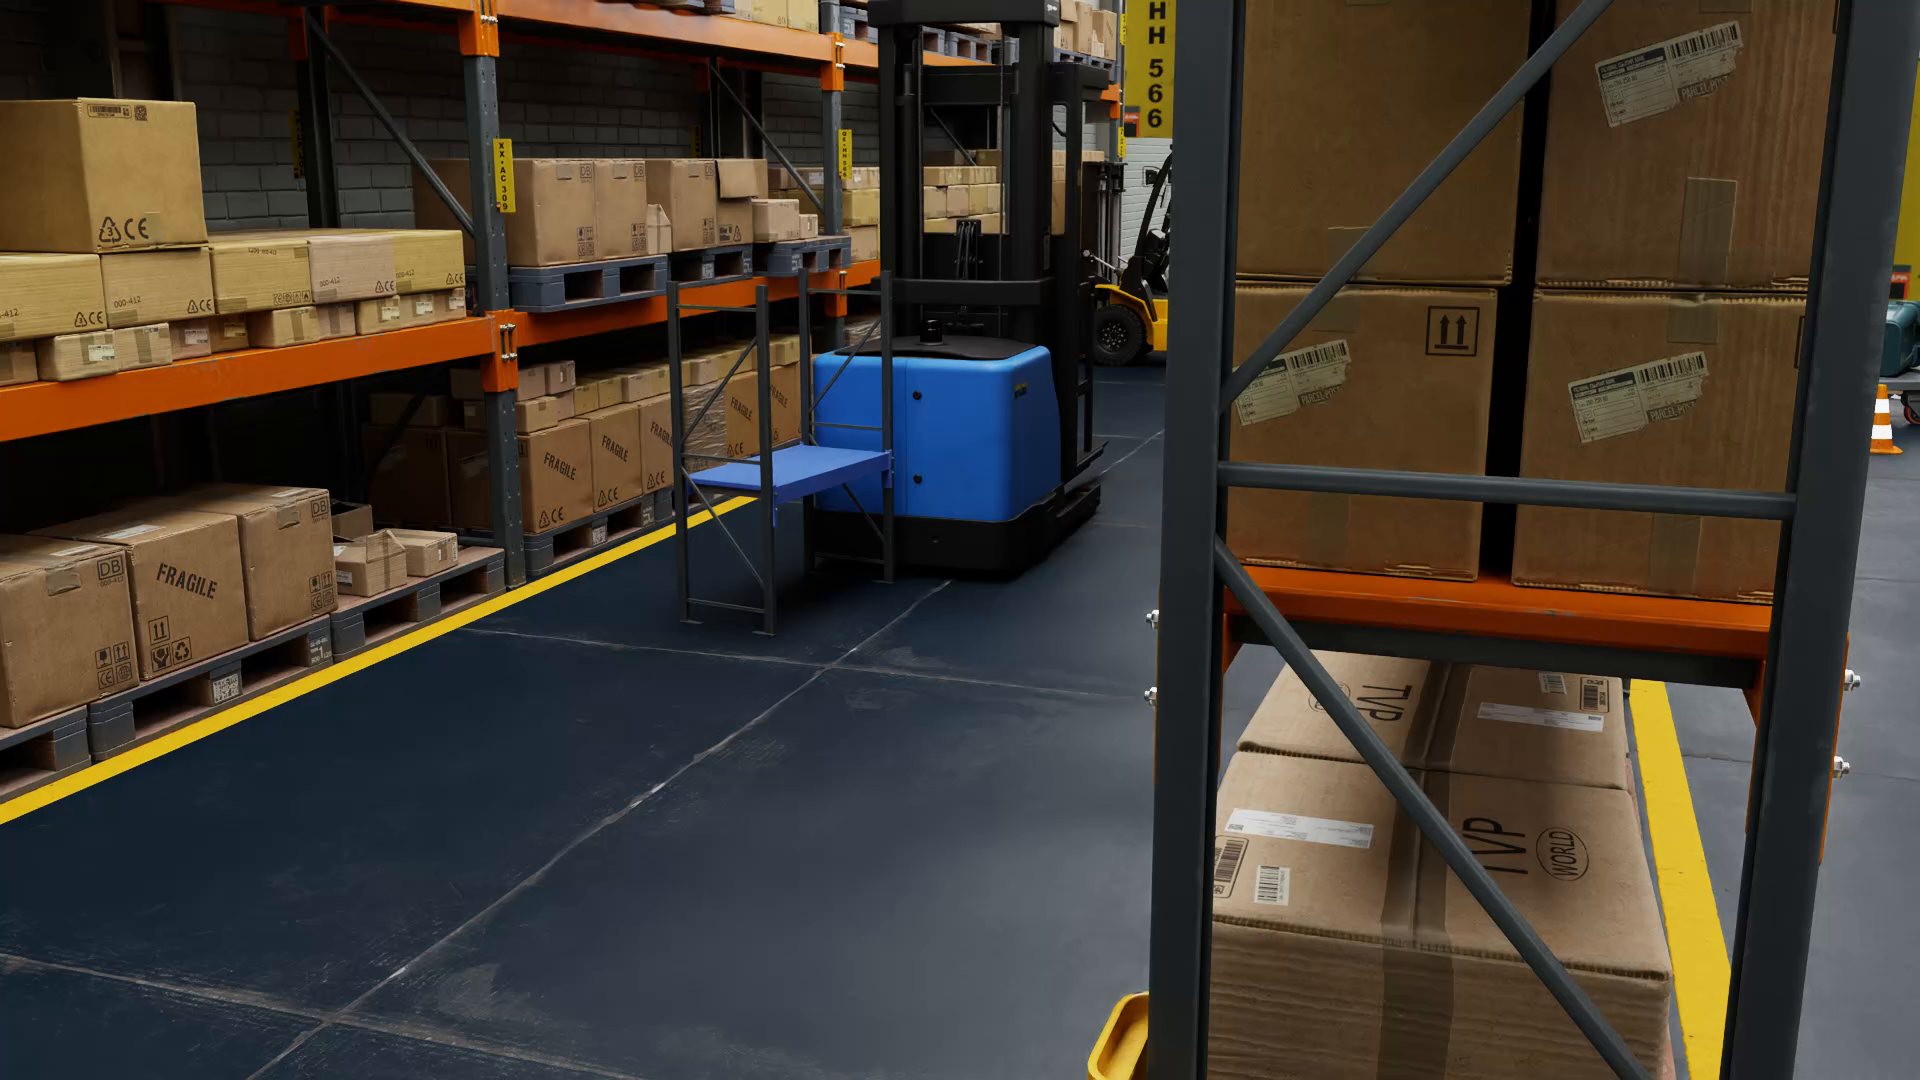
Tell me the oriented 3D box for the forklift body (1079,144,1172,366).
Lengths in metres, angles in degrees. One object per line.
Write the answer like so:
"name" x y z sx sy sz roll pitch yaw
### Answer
"forklift body" 2.408 -2.851 16.647 2.313 2.155 1.214 4 14 18

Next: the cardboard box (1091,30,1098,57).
"cardboard box" 1.232 -5.196 17.406 0.396 0.266 0.258 4 14 19

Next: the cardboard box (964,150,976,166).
"cardboard box" -0.061 -3.602 15.679 0.380 0.149 0.250 4 13 17

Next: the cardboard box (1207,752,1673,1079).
"cardboard box" 0.935 0.828 3.434 0.875 0.438 0.875 4 13 16

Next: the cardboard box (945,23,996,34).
"cardboard box" -0.003 -4.456 14.061 0.500 0.311 0.500 4 13 17

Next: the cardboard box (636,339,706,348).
"cardboard box" -1.873 -1.214 10.782 0.380 0.149 0.250 5 14 19

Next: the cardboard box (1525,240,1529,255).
"cardboard box" 1.708 -0.520 4.302 0.500 0.500 0.500 5 14 20

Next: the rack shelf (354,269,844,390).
"rack shelf" -1.941 -1.339 9.732 1.077 0.370 4.000 4 14 18

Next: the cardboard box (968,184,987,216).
"cardboard box" -0.076 -2.893 14.138 0.500 0.250 0.500 4 13 17

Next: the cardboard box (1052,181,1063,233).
"cardboard box" 0.707 -3.294 16.456 0.500 0.500 0.500 4 14 18

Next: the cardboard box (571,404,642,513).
"cardboard box" -2.055 -0.454 8.908 0.500 0.500 0.500 4 14 18

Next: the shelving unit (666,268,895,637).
"shelving unit" -0.782 -0.442 7.553 0.538 1.500 1.048 7 14 27

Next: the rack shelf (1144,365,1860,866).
"rack shelf" 1.463 -0.141 4.480 1.077 0.370 4.000 4 14 18

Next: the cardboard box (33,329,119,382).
"cardboard box" -3.052 -0.622 5.535 0.380 0.149 0.250 4 13 17

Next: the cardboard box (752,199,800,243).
"cardboard box" -1.328 -1.997 10.392 0.500 0.250 0.500 4 13 16

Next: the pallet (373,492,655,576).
"pallet" -2.360 -0.083 8.880 1.003 0.211 1.213 4 14 18

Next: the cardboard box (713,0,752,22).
"cardboard box" -1.553 -3.164 9.704 0.500 0.250 0.500 4 14 18

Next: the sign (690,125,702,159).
"sign" -1.820 -2.715 11.540 0.100 0.325 0.005 4 14 18

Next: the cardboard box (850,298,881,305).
"cardboard box" -0.416 -1.727 14.206 0.875 0.625 0.625 4 14 18

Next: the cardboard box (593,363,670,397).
"cardboard box" -1.857 -0.907 9.438 0.380 0.149 0.250 5 14 20

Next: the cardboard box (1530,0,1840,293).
"cardboard box" 1.241 -0.687 2.785 0.500 0.500 0.500 4 13 17

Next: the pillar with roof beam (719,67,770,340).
"pillar with roof beam" 2.349 -5.065 10.958 9.100 9.000 0.400 4 14 18

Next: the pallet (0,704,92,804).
"pallet" -3.600 0.749 5.233 1.003 0.211 1.213 4 14 18

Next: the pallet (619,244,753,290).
"pallet" -1.918 -1.608 9.723 1.003 0.211 1.213 4 14 18

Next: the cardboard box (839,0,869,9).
"cardboard box" -0.828 -4.011 11.686 0.500 0.500 0.500 4 14 19

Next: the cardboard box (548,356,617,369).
"cardboard box" -2.252 -0.996 9.828 0.380 0.149 0.250 4 13 16

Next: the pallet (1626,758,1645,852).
"pallet" 1.397 0.859 4.749 1.003 0.211 1.213 4 14 18

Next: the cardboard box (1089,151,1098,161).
"cardboard box" 1.269 -4.104 17.876 0.380 0.149 0.250 5 14 20

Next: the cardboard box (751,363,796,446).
"cardboard box" -1.399 -0.888 10.812 0.500 0.500 0.500 4 13 18

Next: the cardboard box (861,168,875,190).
"cardboard box" -0.826 -2.578 11.861 0.380 0.149 0.250 5 14 20

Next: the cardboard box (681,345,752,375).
"cardboard box" -1.528 -1.127 10.401 0.380 0.149 0.250 5 14 20

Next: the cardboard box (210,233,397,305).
"cardboard box" -2.670 -1.110 6.777 0.500 0.250 0.500 4 14 19

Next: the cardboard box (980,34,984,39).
"cardboard box" 0.501 -4.784 15.496 0.500 0.311 0.500 5 14 20

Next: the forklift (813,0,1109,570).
"forklift" 0.188 -1.563 9.248 1.130 2.935 3.031 4 13 17

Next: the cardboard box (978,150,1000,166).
"cardboard box" 0.385 -3.509 15.271 0.380 0.149 0.250 5 14 20

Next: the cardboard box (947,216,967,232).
"cardboard box" -0.262 -2.547 13.742 0.500 0.250 0.500 4 14 19

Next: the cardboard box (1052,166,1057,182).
"cardboard box" 0.729 -3.580 16.249 0.380 0.149 0.250 4 14 18

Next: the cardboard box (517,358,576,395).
"cardboard box" -2.181 -0.831 8.435 0.380 0.149 0.250 4 13 16

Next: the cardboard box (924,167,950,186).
"cardboard box" -0.297 -2.898 13.261 0.380 0.149 0.250 4 13 17

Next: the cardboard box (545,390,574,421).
"cardboard box" -2.203 -0.692 8.493 0.380 0.149 0.250 4 13 17

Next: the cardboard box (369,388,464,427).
"cardboard box" -2.741 -0.670 8.397 0.380 0.149 0.250 4 13 16

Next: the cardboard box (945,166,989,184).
"cardboard box" 0.034 -3.175 14.475 0.380 0.149 0.250 4 13 18

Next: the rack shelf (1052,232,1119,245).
"rack shelf" 0.648 -3.024 17.112 1.077 0.370 4.000 4 14 18

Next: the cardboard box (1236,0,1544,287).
"cardboard box" 0.747 -0.725 2.952 0.500 0.500 0.500 5 14 20

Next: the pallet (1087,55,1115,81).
"pallet" 1.042 -5.068 17.909 1.003 0.211 1.213 4 14 18

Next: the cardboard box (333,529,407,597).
"cardboard box" -2.605 0.073 7.129 0.396 0.266 0.258 5 14 20

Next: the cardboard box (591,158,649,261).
"cardboard box" -2.052 -1.717 8.603 0.700 0.500 0.500 5 14 19

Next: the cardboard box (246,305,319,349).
"cardboard box" -2.743 -0.839 6.489 0.380 0.149 0.250 4 13 18

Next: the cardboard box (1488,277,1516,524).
"cardboard box" 0.898 -0.344 3.530 0.500 0.500 0.500 4 13 17

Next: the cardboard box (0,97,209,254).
"cardboard box" -2.995 -1.256 5.735 0.500 0.500 0.500 5 14 20

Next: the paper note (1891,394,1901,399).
"paper note" 8.123 -1.228 14.318 0.172 0.023 0.155 10 16 38

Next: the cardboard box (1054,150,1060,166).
"cardboard box" 0.790 -3.840 16.720 0.380 0.149 0.250 4 14 19

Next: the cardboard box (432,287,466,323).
"cardboard box" -2.452 -1.061 7.461 0.380 0.149 0.250 5 14 19

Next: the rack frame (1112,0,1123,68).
"rack frame" 1.295 -6.720 18.209 1.000 3.000 0.127 4 14 18

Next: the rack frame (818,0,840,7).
"rack frame" -1.293 -5.036 10.829 1.000 3.000 0.127 4 14 18

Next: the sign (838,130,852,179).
"sign" -0.777 -2.600 11.215 0.100 0.325 0.005 4 14 18

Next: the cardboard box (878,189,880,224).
"cardboard box" -0.756 -2.463 12.252 0.500 0.250 0.500 5 14 20
